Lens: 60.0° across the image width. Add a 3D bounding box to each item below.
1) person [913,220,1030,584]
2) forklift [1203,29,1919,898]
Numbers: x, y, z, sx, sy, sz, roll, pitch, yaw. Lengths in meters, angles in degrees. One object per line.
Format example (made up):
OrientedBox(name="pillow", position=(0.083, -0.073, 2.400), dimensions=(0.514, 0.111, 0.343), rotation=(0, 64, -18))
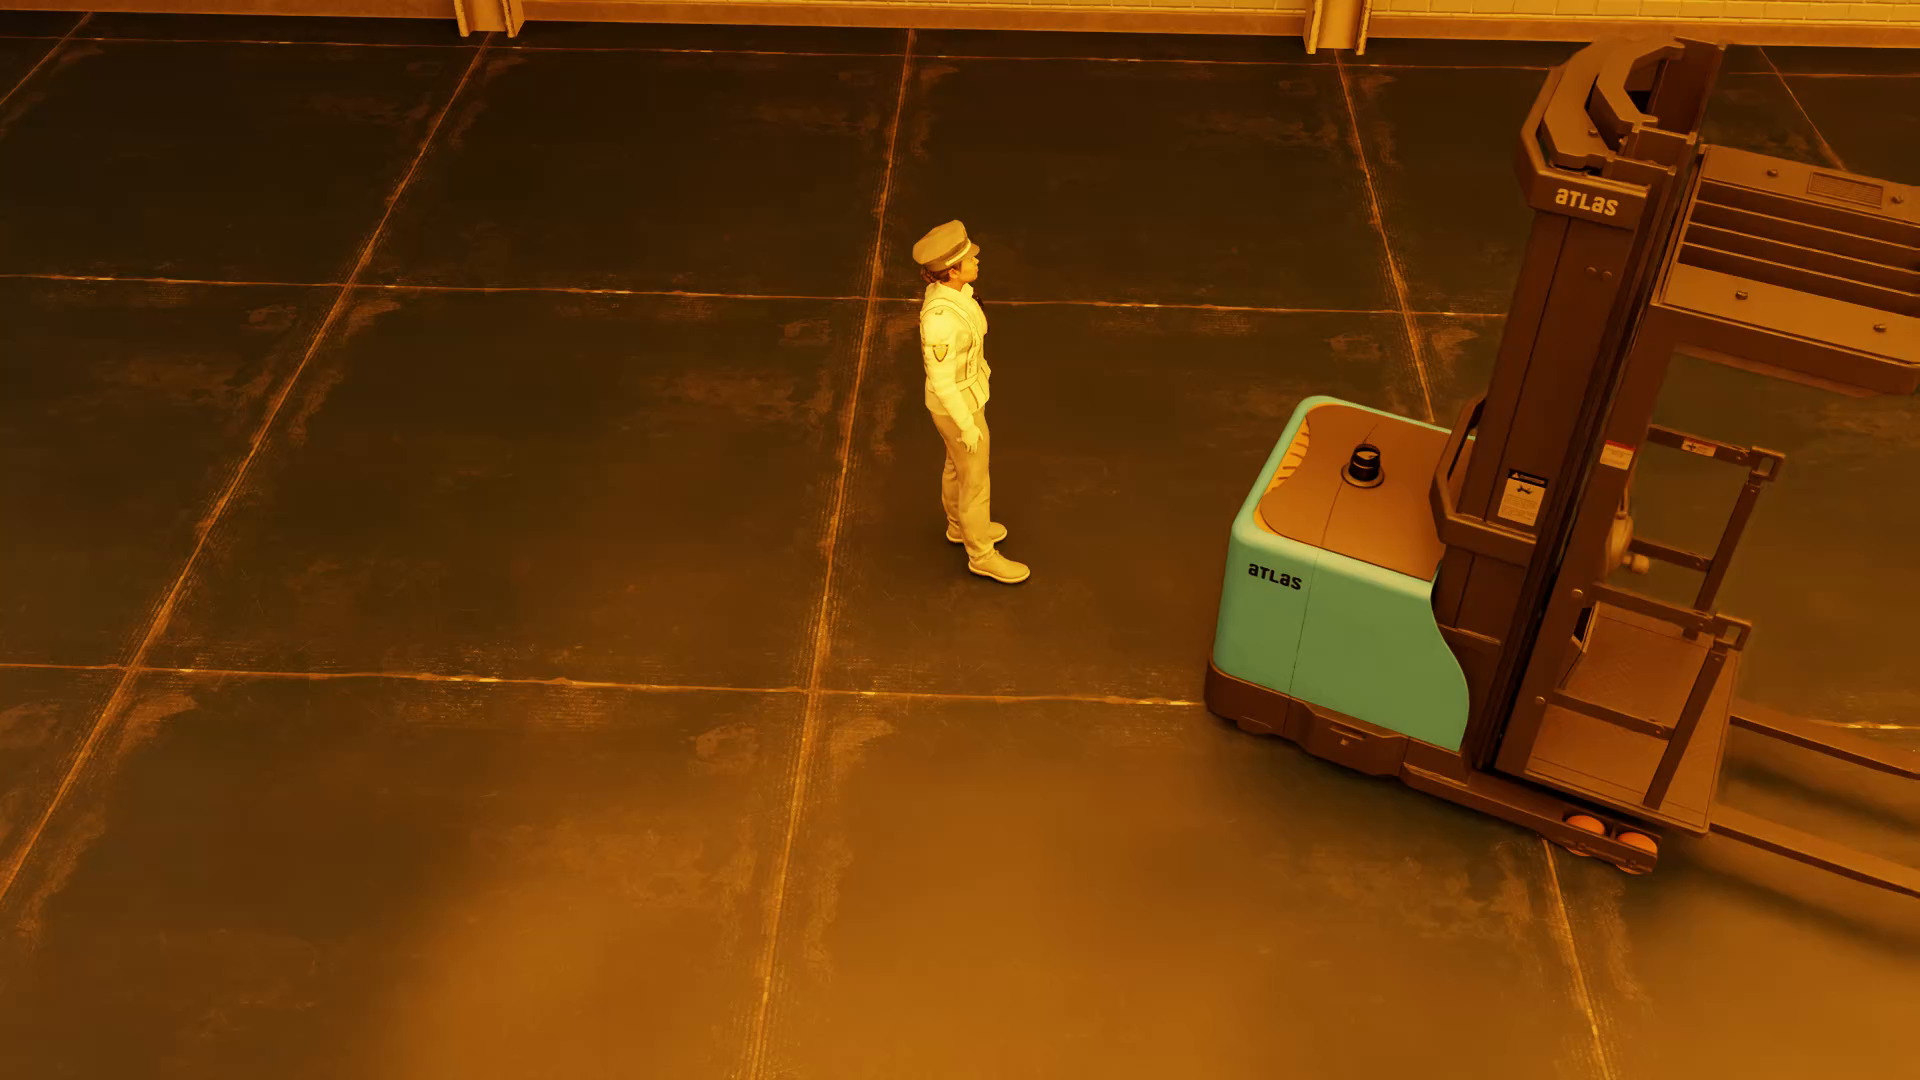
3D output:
OrientedBox(name="person", position=(0.068, -0.624, 7.332), dimensions=(0.531, 1.694, 0.586), rotation=(2, 42, 2))
OrientedBox(name="forklift", position=(2.591, -0.193, 5.953), dimensions=(3.031, 2.935, 1.130), rotation=(18, 45, 19))
